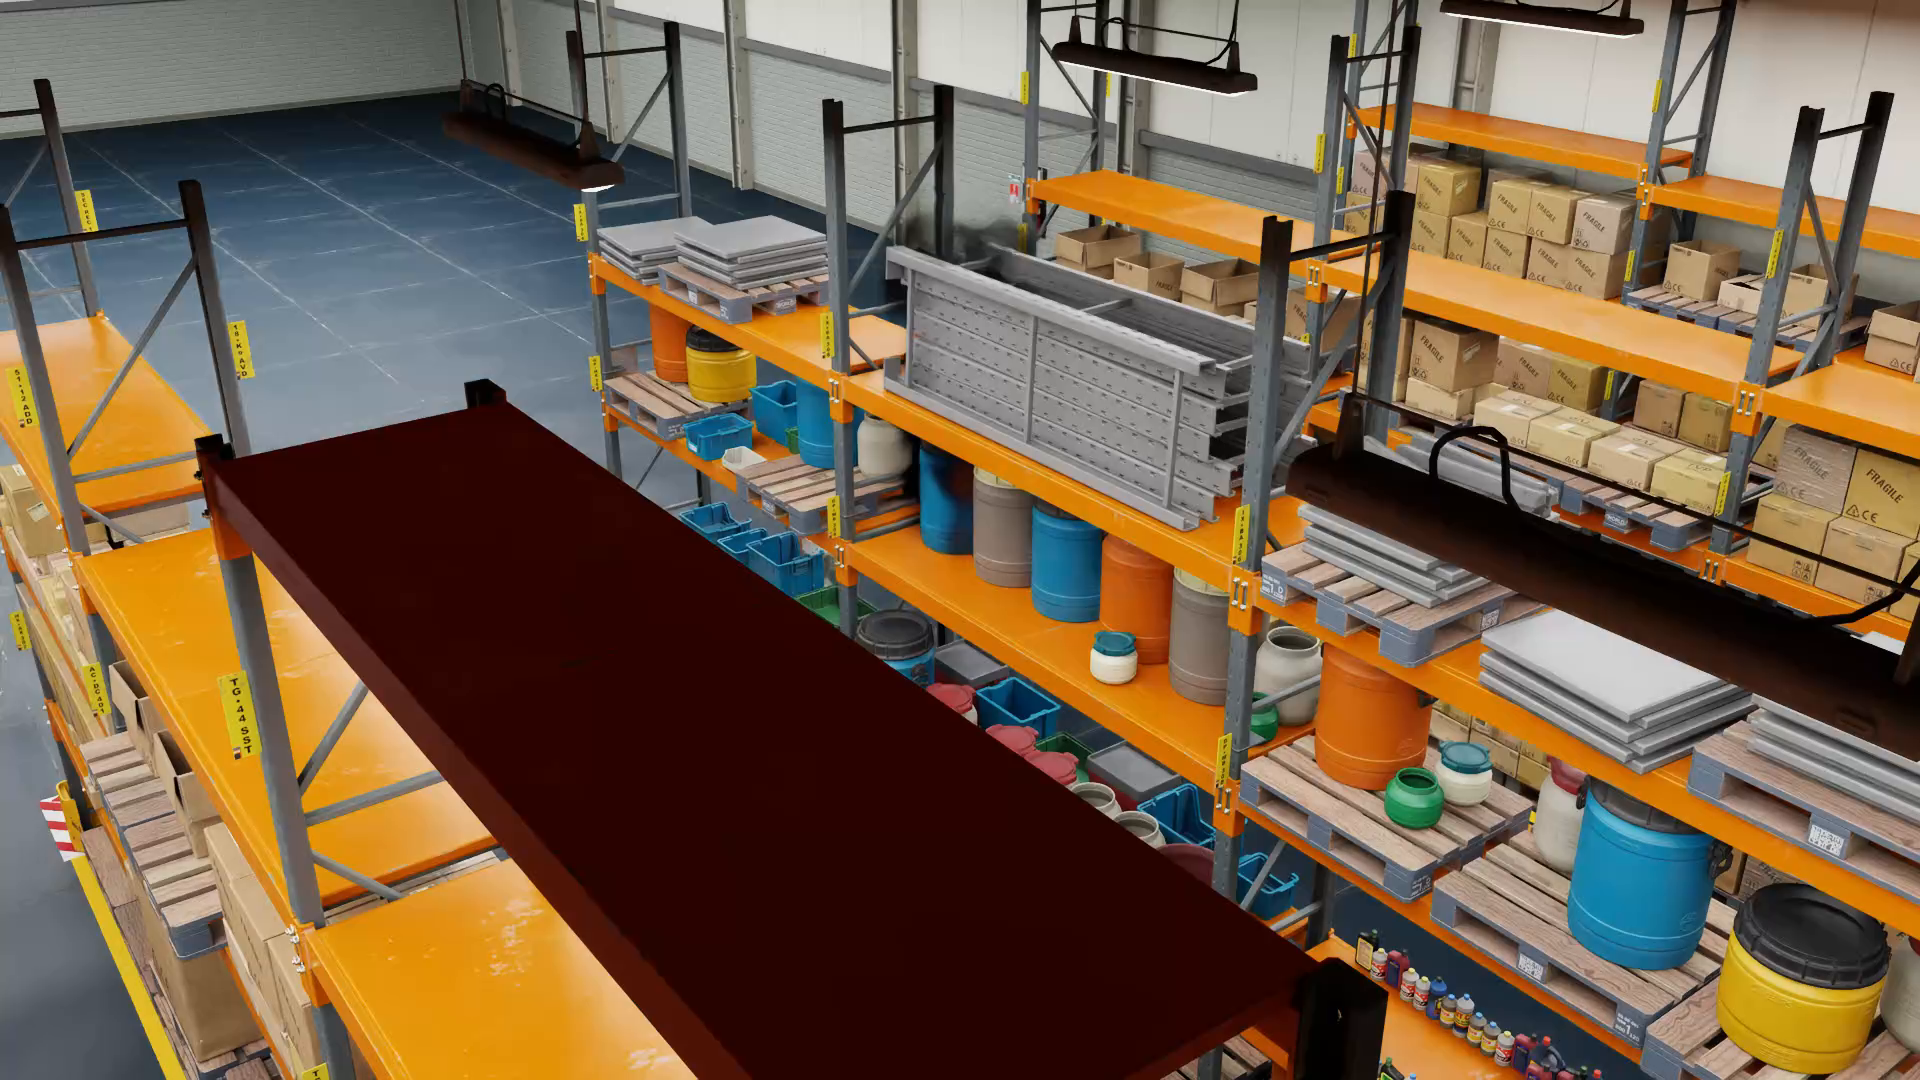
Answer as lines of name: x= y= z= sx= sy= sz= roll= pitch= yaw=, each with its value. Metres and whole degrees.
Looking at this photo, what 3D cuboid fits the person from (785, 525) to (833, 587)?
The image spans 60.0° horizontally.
person: x=-1.531 y=0.023 z=16.857 sx=0.669 sy=1.731 sz=0.721 roll=-20 pitch=31 yaw=-36
